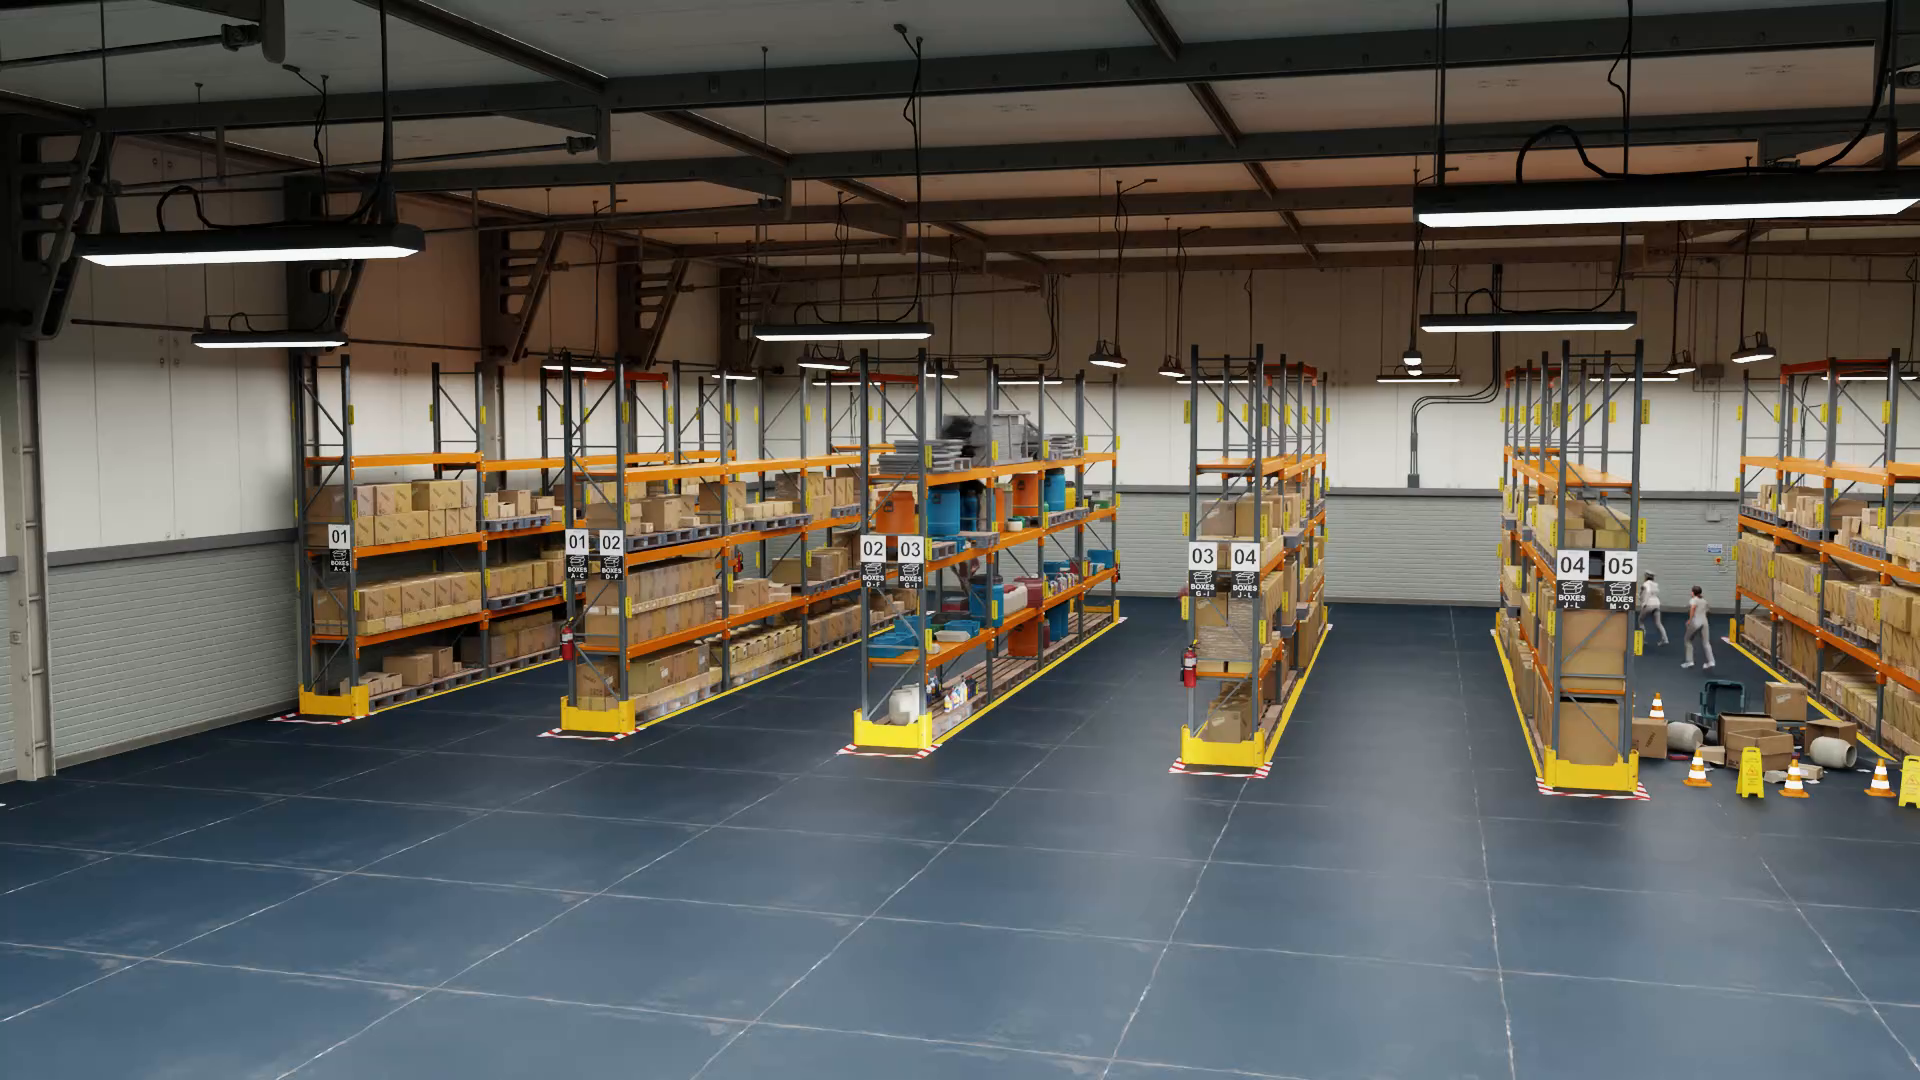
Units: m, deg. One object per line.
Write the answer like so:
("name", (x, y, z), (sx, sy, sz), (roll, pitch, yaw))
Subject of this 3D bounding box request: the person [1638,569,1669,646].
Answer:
("person", (14.915, 1.490, 35.821), (0.602, 1.680, 0.936), (-1, 5, -18))

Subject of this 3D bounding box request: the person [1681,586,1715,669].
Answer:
("person", (14.534, 1.734, 32.685), (0.560, 1.640, 0.955), (0, 4, -5))

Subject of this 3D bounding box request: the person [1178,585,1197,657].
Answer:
("person", (4.852, 1.568, 34.521), (0.637, 1.769, 0.830), (1, 5, 18))

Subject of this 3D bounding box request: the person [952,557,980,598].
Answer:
("person", (0.173, 0.986, 41.592), (0.702, 1.775, 1.058), (-1, 5, -18))
